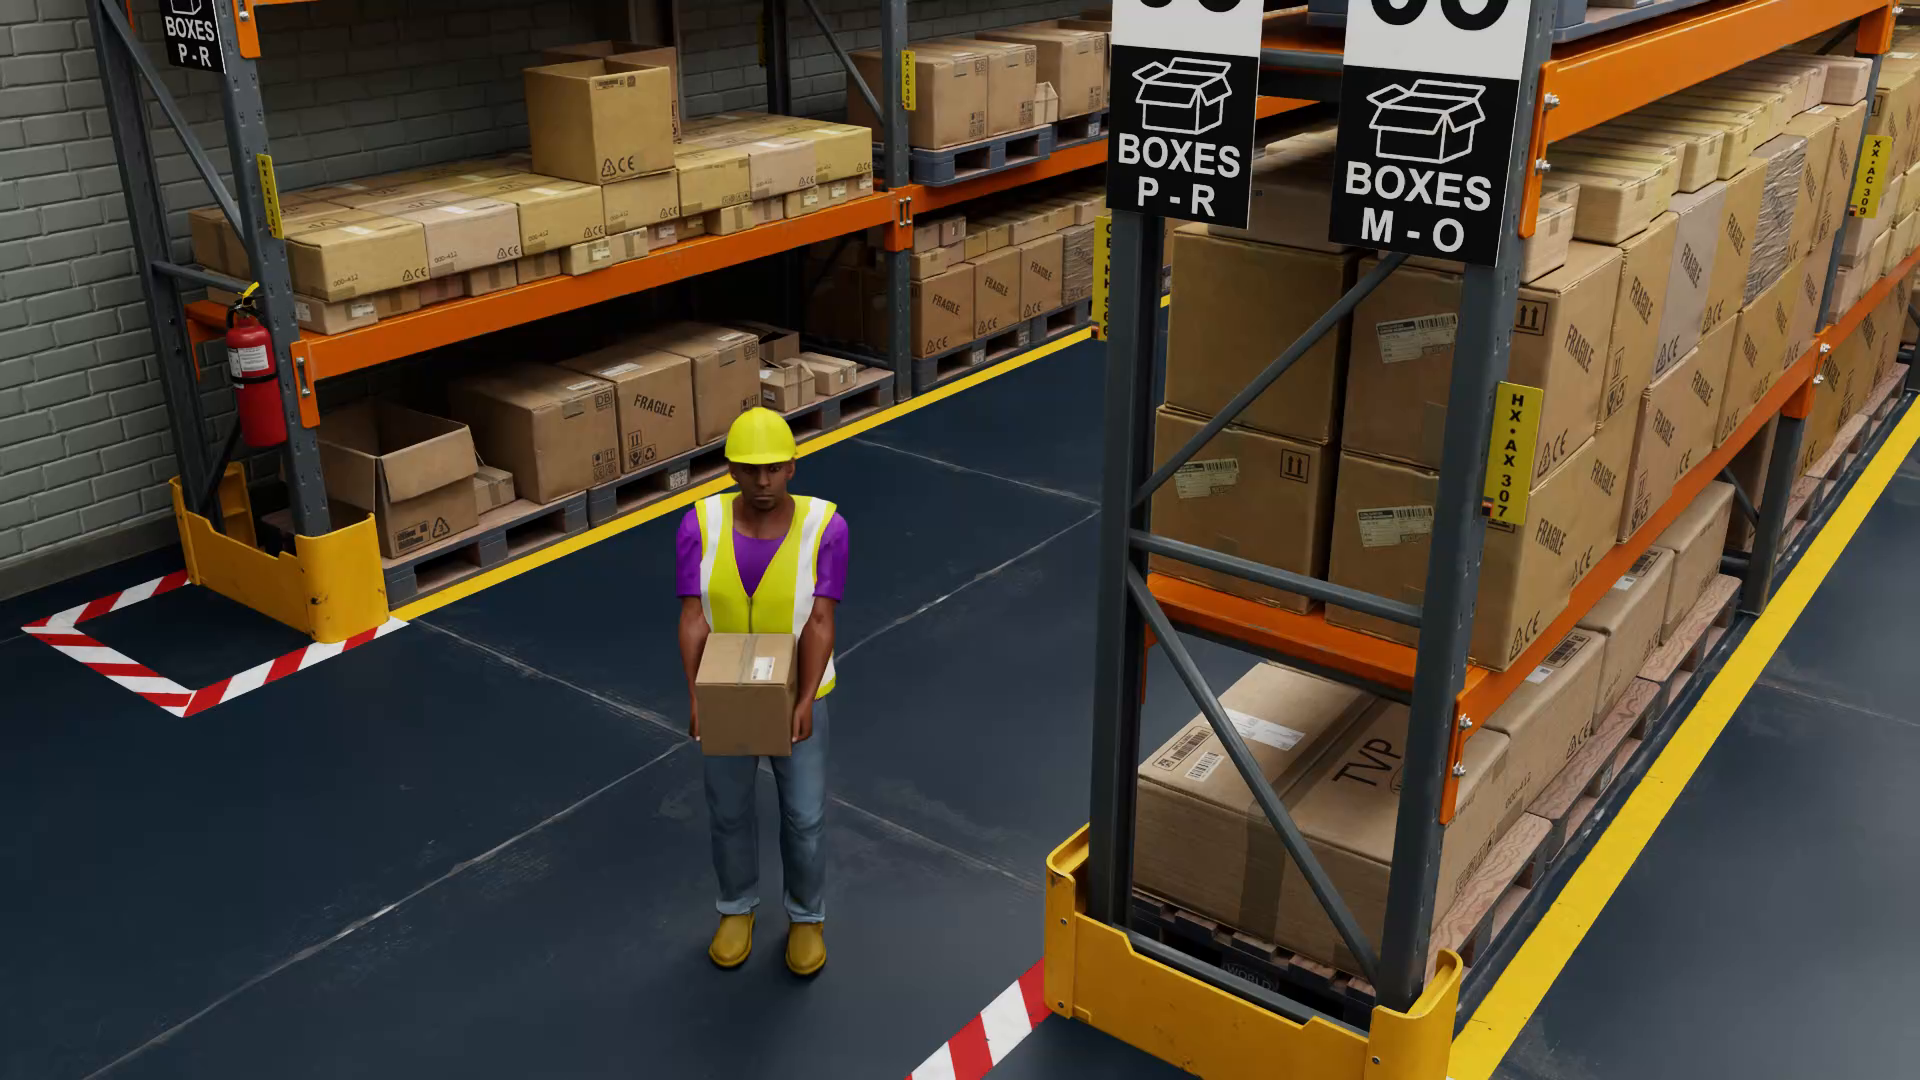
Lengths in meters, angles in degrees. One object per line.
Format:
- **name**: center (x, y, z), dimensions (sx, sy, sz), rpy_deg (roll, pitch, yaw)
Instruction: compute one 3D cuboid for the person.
- **person**: center (-0.578, 0.497, 4.923), dimensions (0.504, 1.762, 0.566), rpy_deg (0, 23, 1)
